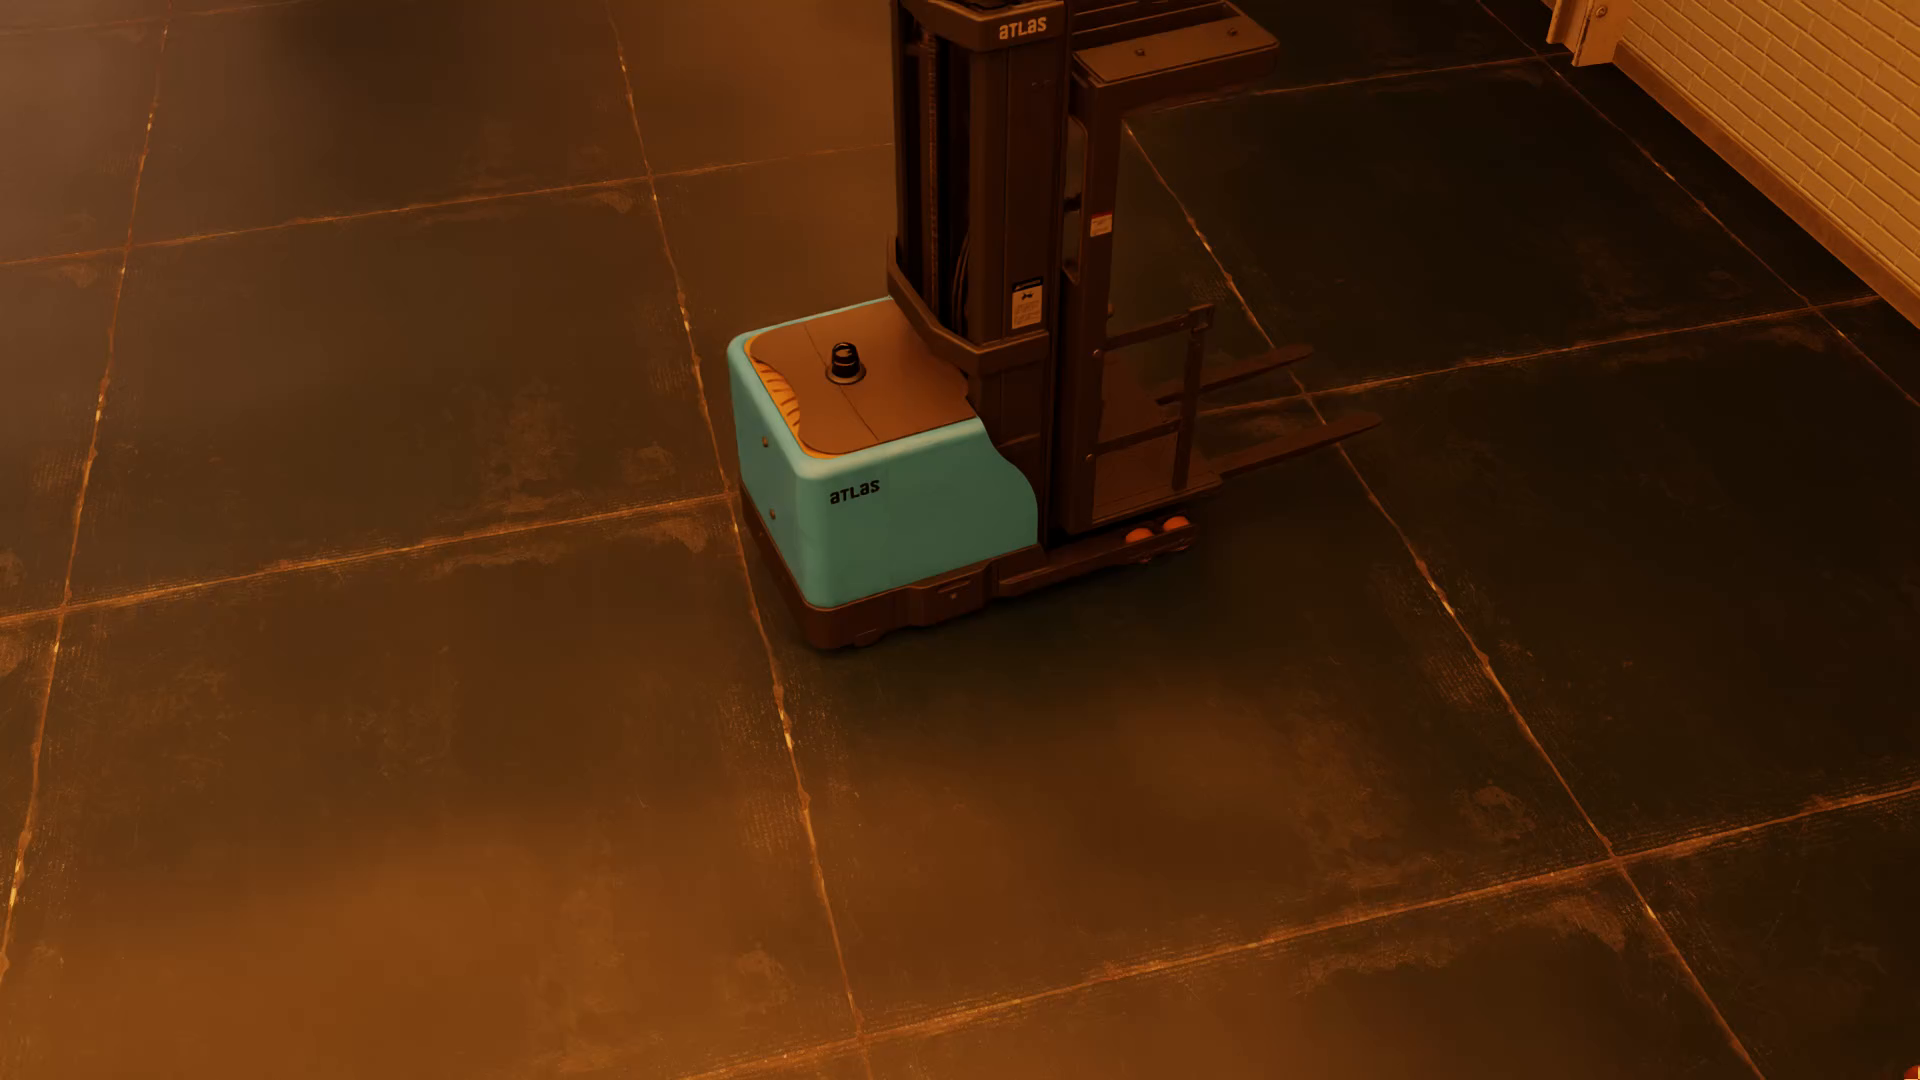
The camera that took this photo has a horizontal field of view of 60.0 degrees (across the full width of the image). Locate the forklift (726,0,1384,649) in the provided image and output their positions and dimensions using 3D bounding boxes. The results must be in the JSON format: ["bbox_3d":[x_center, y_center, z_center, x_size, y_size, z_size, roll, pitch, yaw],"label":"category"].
[{"bbox_3d":[0.543,-1.271,6.990,3.031,2.935,1.130,-17,46,-17],"label":"forklift"}]

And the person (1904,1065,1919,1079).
[{"bbox_3d":[2.782,2.001,4.626,0.505,1.531,0.908,-2,43,-2],"label":"person"}]
